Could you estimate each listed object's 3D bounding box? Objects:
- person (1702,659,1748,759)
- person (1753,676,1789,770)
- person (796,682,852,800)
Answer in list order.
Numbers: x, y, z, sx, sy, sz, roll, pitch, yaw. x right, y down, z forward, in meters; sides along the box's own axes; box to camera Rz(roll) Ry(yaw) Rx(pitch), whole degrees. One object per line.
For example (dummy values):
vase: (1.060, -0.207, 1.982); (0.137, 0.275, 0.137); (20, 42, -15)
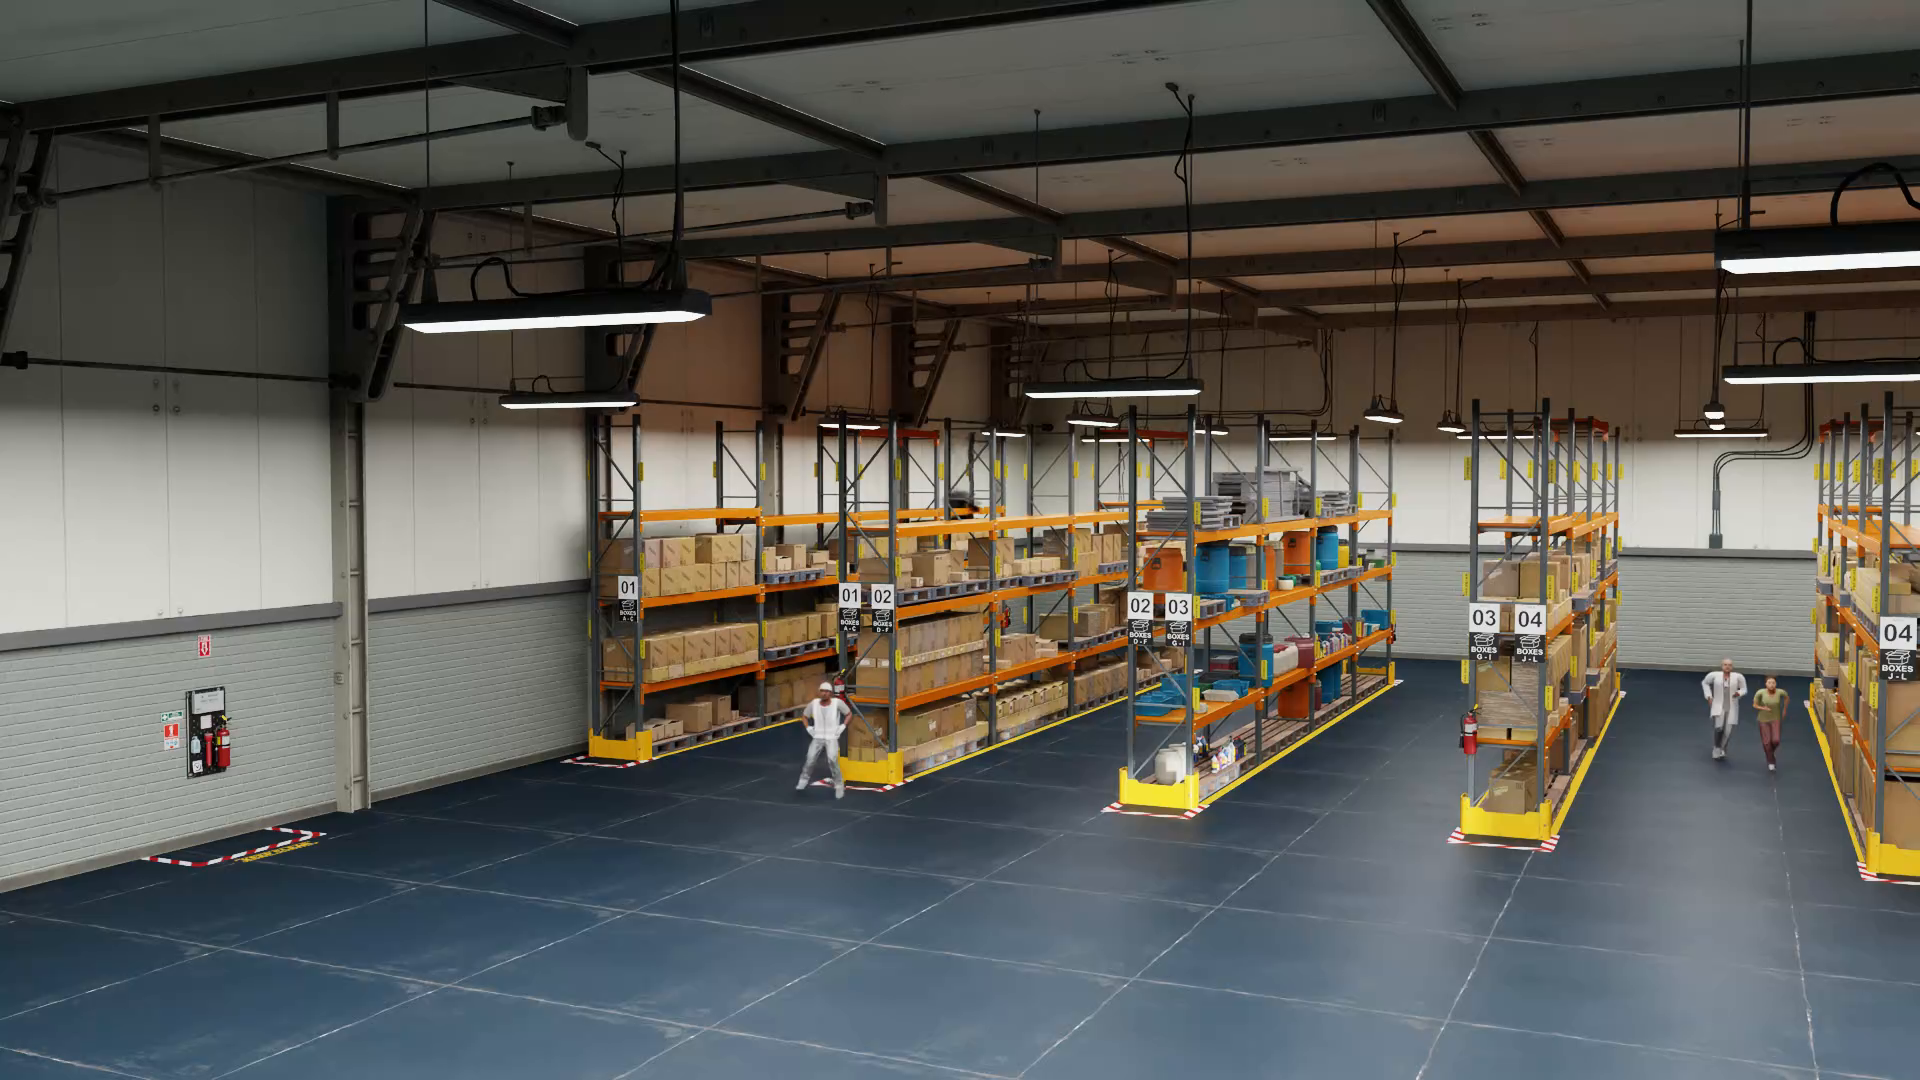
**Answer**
person: (13.280, 2.931, 28.864); (0.698, 1.749, 0.773); (1, 2, 17)
person: (13.572, 3.062, 27.831); (0.562, 1.601, 0.638); (1, 3, 23)
person: (-2.125, 3.072, 25.718); (0.900, 1.765, 0.739); (0, 2, 2)
